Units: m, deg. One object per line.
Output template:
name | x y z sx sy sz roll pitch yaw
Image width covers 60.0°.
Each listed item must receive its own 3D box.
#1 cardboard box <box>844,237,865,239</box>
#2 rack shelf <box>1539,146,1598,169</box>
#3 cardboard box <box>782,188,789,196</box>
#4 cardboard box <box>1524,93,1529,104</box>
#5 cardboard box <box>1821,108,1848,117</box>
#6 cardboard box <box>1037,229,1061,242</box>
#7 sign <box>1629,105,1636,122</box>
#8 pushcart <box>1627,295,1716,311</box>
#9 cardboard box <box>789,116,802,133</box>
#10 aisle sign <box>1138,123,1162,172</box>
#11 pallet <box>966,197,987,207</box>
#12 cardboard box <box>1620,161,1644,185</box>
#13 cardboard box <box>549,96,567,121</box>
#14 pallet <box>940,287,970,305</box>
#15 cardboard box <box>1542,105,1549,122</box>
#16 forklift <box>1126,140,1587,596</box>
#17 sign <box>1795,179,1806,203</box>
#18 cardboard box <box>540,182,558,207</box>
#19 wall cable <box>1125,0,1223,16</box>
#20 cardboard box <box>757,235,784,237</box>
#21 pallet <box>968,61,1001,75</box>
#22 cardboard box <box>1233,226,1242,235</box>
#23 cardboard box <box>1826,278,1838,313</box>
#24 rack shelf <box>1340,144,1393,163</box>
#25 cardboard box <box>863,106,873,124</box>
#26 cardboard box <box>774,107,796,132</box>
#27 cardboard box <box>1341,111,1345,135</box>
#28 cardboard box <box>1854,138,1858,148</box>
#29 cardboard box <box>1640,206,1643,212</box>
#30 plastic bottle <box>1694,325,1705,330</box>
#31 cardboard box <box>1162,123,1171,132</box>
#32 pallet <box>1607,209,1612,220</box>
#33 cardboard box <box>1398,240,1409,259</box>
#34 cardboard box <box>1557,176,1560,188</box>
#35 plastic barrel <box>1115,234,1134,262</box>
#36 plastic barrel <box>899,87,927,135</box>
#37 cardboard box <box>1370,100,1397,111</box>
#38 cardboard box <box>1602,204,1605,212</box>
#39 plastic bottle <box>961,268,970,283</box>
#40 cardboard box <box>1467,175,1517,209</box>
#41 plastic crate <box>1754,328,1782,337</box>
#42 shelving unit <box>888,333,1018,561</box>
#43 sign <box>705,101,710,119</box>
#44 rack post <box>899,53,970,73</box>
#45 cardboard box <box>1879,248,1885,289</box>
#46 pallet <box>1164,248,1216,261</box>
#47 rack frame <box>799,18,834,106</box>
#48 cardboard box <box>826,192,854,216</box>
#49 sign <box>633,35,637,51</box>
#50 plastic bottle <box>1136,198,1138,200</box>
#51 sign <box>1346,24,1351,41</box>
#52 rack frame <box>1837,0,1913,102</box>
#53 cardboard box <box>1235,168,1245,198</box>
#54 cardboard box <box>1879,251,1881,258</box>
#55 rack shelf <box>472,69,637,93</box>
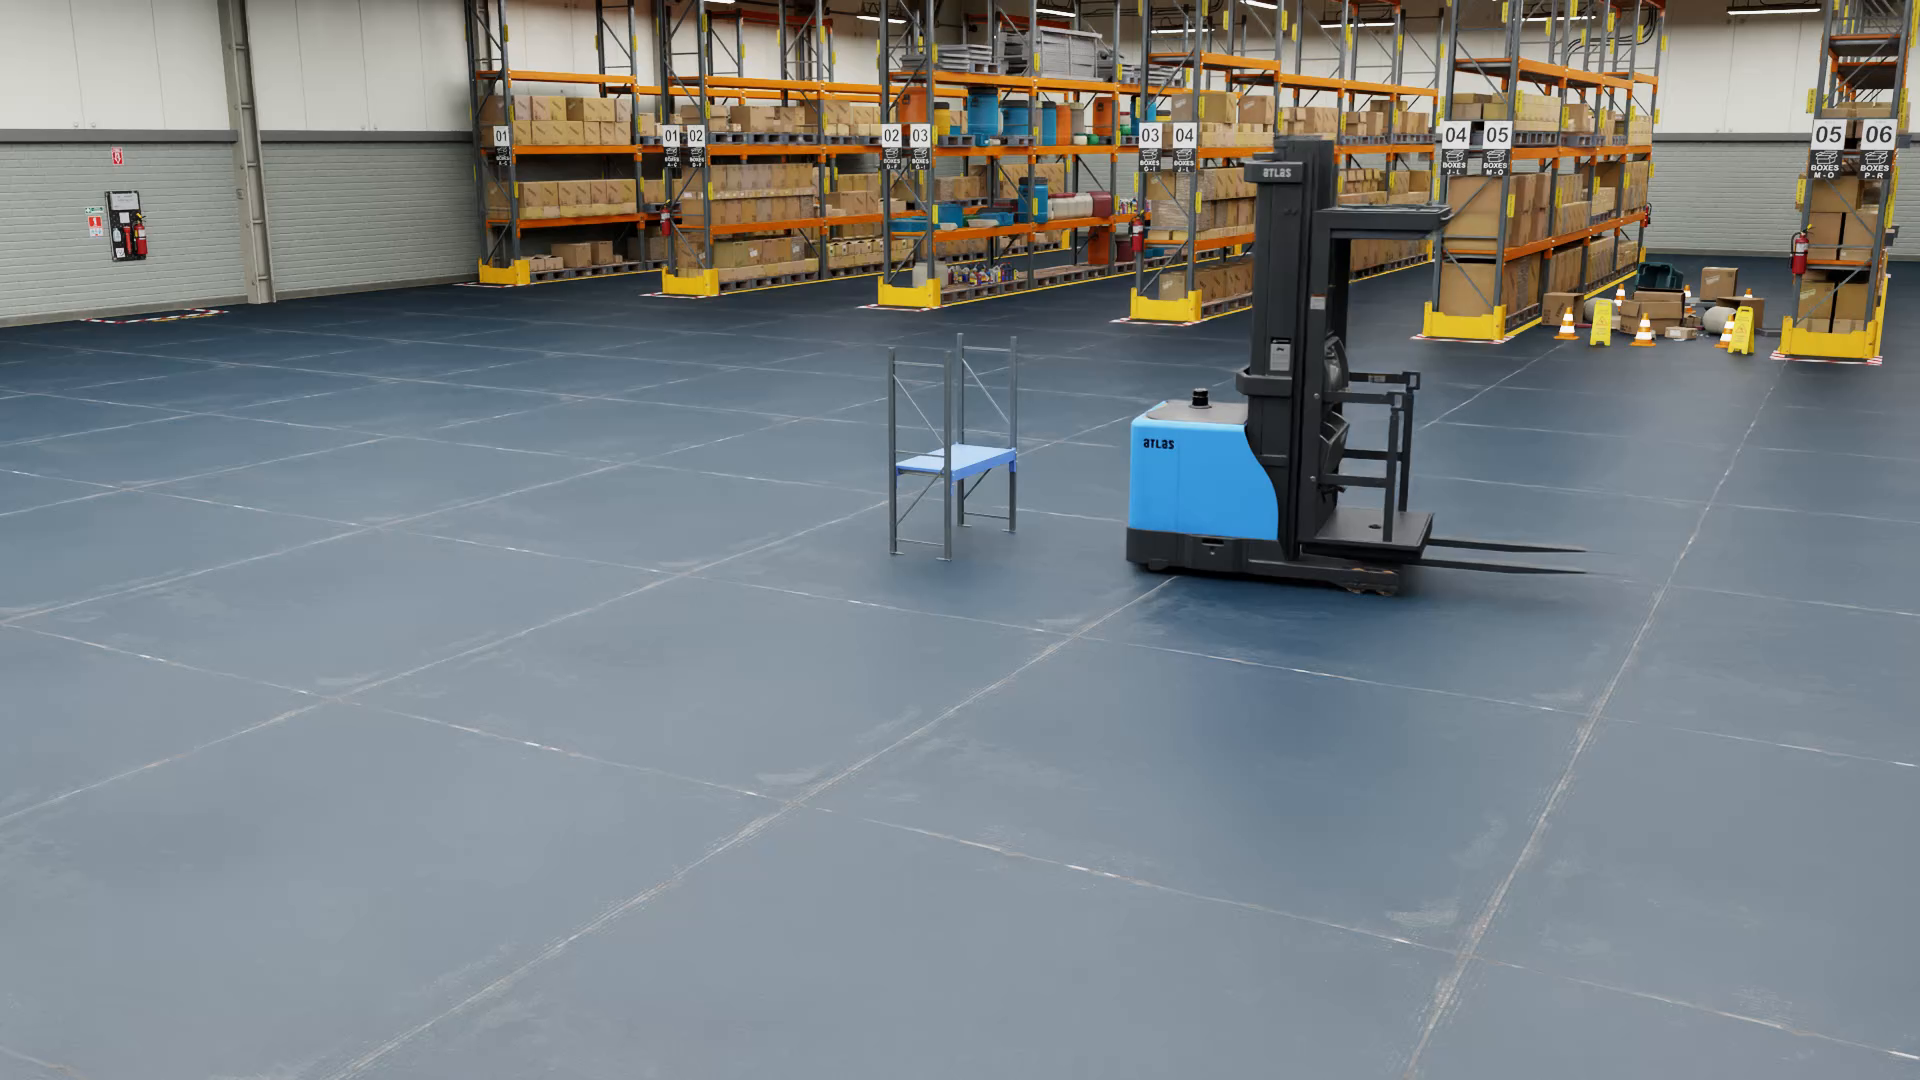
cardboard box | -2.393 -6.773 38.003 0.500 0.311 0.500 7 15 27
rack shelf | 10.609 -6.913 29.942 1.077 0.370 4.000 7 15 28
cardboard box | -3.759 -7.175 34.298 0.380 0.149 0.250 7 15 28
cardboard box | 8.393 -6.686 25.192 0.380 0.149 0.250 7 15 27
cardboard box | 11.995 -5.860 22.874 0.380 0.149 0.250 8 15 29
cardboard box | 2.432 -8.421 45.458 0.500 0.500 0.500 7 15 28
sign | 13.997 -8.874 34.599 0.100 0.325 0.005 7 15 28
pushcart | 12.004 -3.827 27.603 1.648 0.377 0.936 2 14 9
cardboard box | -4.526 -10.733 43.100 0.700 0.500 0.500 7 15 27
aisle sign | 3.122 -6.441 27.304 0.394 0.787 0.004 7 15 28
pallet | 0.064 -8.496 41.785 1.003 0.211 1.213 7 15 28
cardboard box | 14.951 -8.202 37.171 0.500 0.500 0.500 8 16 31
cardboard box | -8.670 -9.097 35.079 0.500 0.500 0.500 8 16 30
pallet | -0.528 -4.549 30.950 1.003 0.211 1.213 7 15 28
cardboard box | 9.140 -6.841 26.683 0.500 0.250 0.500 7 15 28
forklift | 2.736 -1.196 11.240 3.031 2.935 1.130 5 14 20
sign | 11.614 -4.817 22.968 0.100 0.325 0.005 7 15 28
cardboard box | -8.852 -7.305 35.112 0.500 0.500 0.500 7 15 28
wall cable | 6.266 -16.658 48.575 3.097 2.526 0.112 7 15 28
cardboard box | -4.054 -6.169 35.092 0.500 0.500 0.500 7 15 28
pallet | 0.050 -8.745 30.861 1.003 0.211 1.213 7 15 28
cardboard box | 4.764 -5.471 29.363 0.380 0.149 0.250 7 15 28
cardboard box | 12.498 -3.567 24.298 0.500 0.500 0.500 8 16 30
rack shelf | 8.249 -8.316 35.763 1.077 0.370 4.000 7 15 28
cardboard box | -2.725 -11.627 45.571 0.500 0.500 0.500 7 15 28
cardboard box | -3.796 -8.805 34.849 0.500 0.500 0.500 9 16 33
cardboard box | 7.514 -8.643 34.468 0.797 0.503 0.637 8 16 31
cardboard box | 13.460 -6.043 25.336 0.380 0.149 0.250 7 15 28
cardboard box | 15.533 -7.635 38.339 0.380 0.149 0.250 7 15 28
plastic bottle | 11.758 -3.373 26.395 0.133 0.061 0.283 11 17 38
cardboard box | 3.276 -6.827 27.523 0.380 0.149 0.250 7 15 28
pallet | 13.012 -6.802 34.756 1.003 0.211 1.213 7 15 28
cardboard box | 10.040 -7.100 39.222 0.875 0.875 0.875 7 15 28
cardboard box | 10.123 -6.137 29.242 0.700 0.500 0.500 7 15 27
plastic barrel | 3.714 -6.724 38.275 0.600 0.588 0.708 7 15 28
plastic barrel | -0.797 -7.702 29.870 0.600 0.830 0.708 7 15 28
cardboard box | 9.676 -9.934 38.018 0.500 0.250 0.500 6 15 24
cardboard box | 12.863 -6.746 33.755 0.380 0.149 0.250 8 16 30
plastic bottle | 0.105 -5.171 32.457 0.152 0.276 0.135 7 15 28
cardboard box | 8.106 -5.366 25.768 0.875 0.550 0.550 7 15 28
plastic crate | 12.547 -3.205 25.659 0.402 0.080 0.583 2 14 9
shelving unit | -0.041 -0.712 12.285 0.538 1.500 1.048 7 15 28
sign | -4.772 -8.137 31.450 0.100 0.325 0.005 7 15 28
rack post | -0.444 -8.531 29.787 0.937 0.300 0.954 9 16 34
cardboard box | 16.799 -5.161 31.177 0.875 0.875 0.875 8 15 29
pallet | 5.791 -7.230 42.073 1.003 0.211 1.213 7 15 28
rack frame | -3.792 -12.218 44.013 1.000 3.000 0.127 7 15 28
cardboard box | -2.681 -7.412 36.666 0.500 0.500 0.500 9 16 32
sign | -7.194 -11.004 36.815 0.100 0.325 0.005 7 15 28
plastic bottle | 4.146 -7.992 39.548 0.152 0.276 0.135 7 15 28
sign | 7.762 -10.147 33.260 0.100 0.325 0.005 7 15 28
rack frame | 15.957 -8.591 28.968 1.000 3.000 0.127 7 15 28
cardboard box | 4.644 -6.225 28.973 0.500 0.500 0.500 7 15 28
cardboard box | 12.907 -4.103 23.688 0.380 0.149 0.250 8 16 29
rack shelf | -8.626 -9.815 35.588 1.077 0.370 4.000 7 15 28
